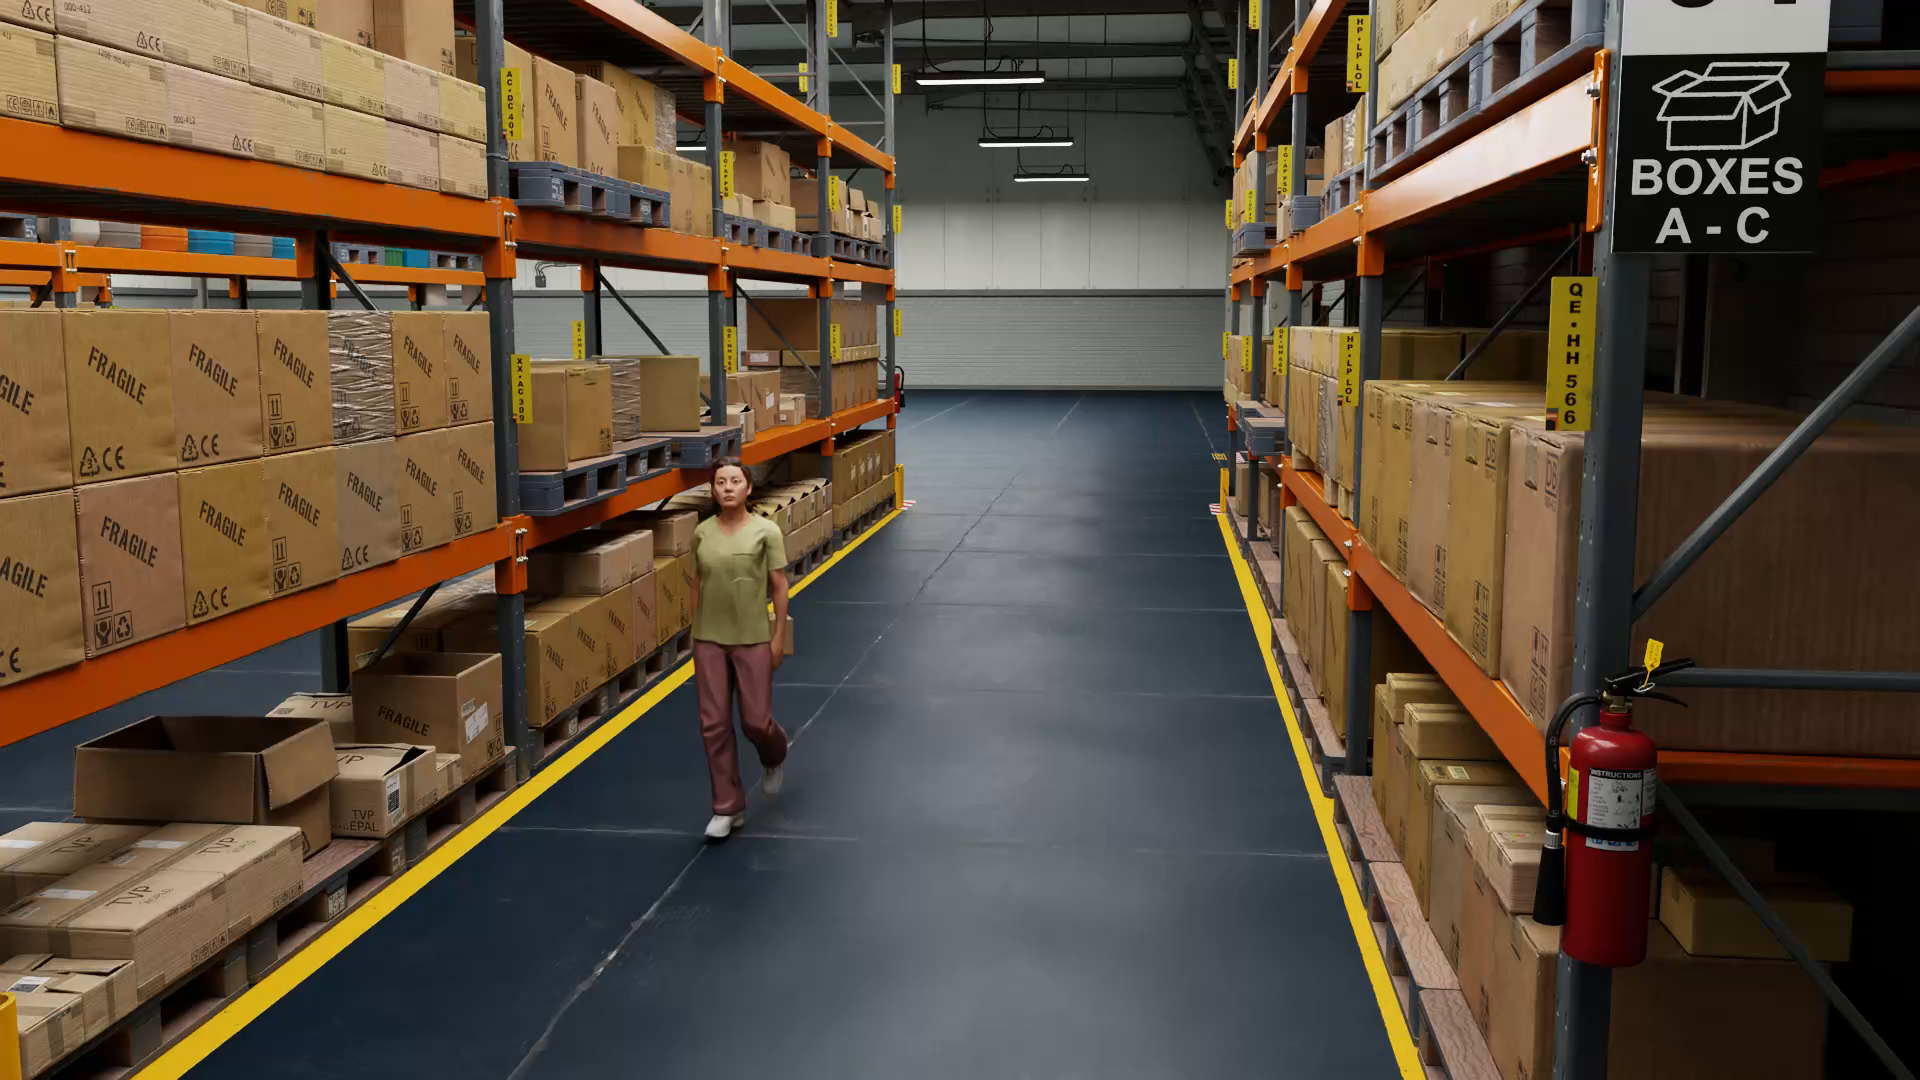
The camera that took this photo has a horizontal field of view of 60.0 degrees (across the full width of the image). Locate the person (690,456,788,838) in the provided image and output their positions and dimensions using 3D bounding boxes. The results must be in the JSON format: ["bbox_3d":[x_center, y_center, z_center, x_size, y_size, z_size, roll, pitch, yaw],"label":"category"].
[{"bbox_3d":[-0.983,0.451,7.403,0.448,1.643,0.665,1,8,9],"label":"person"}]
